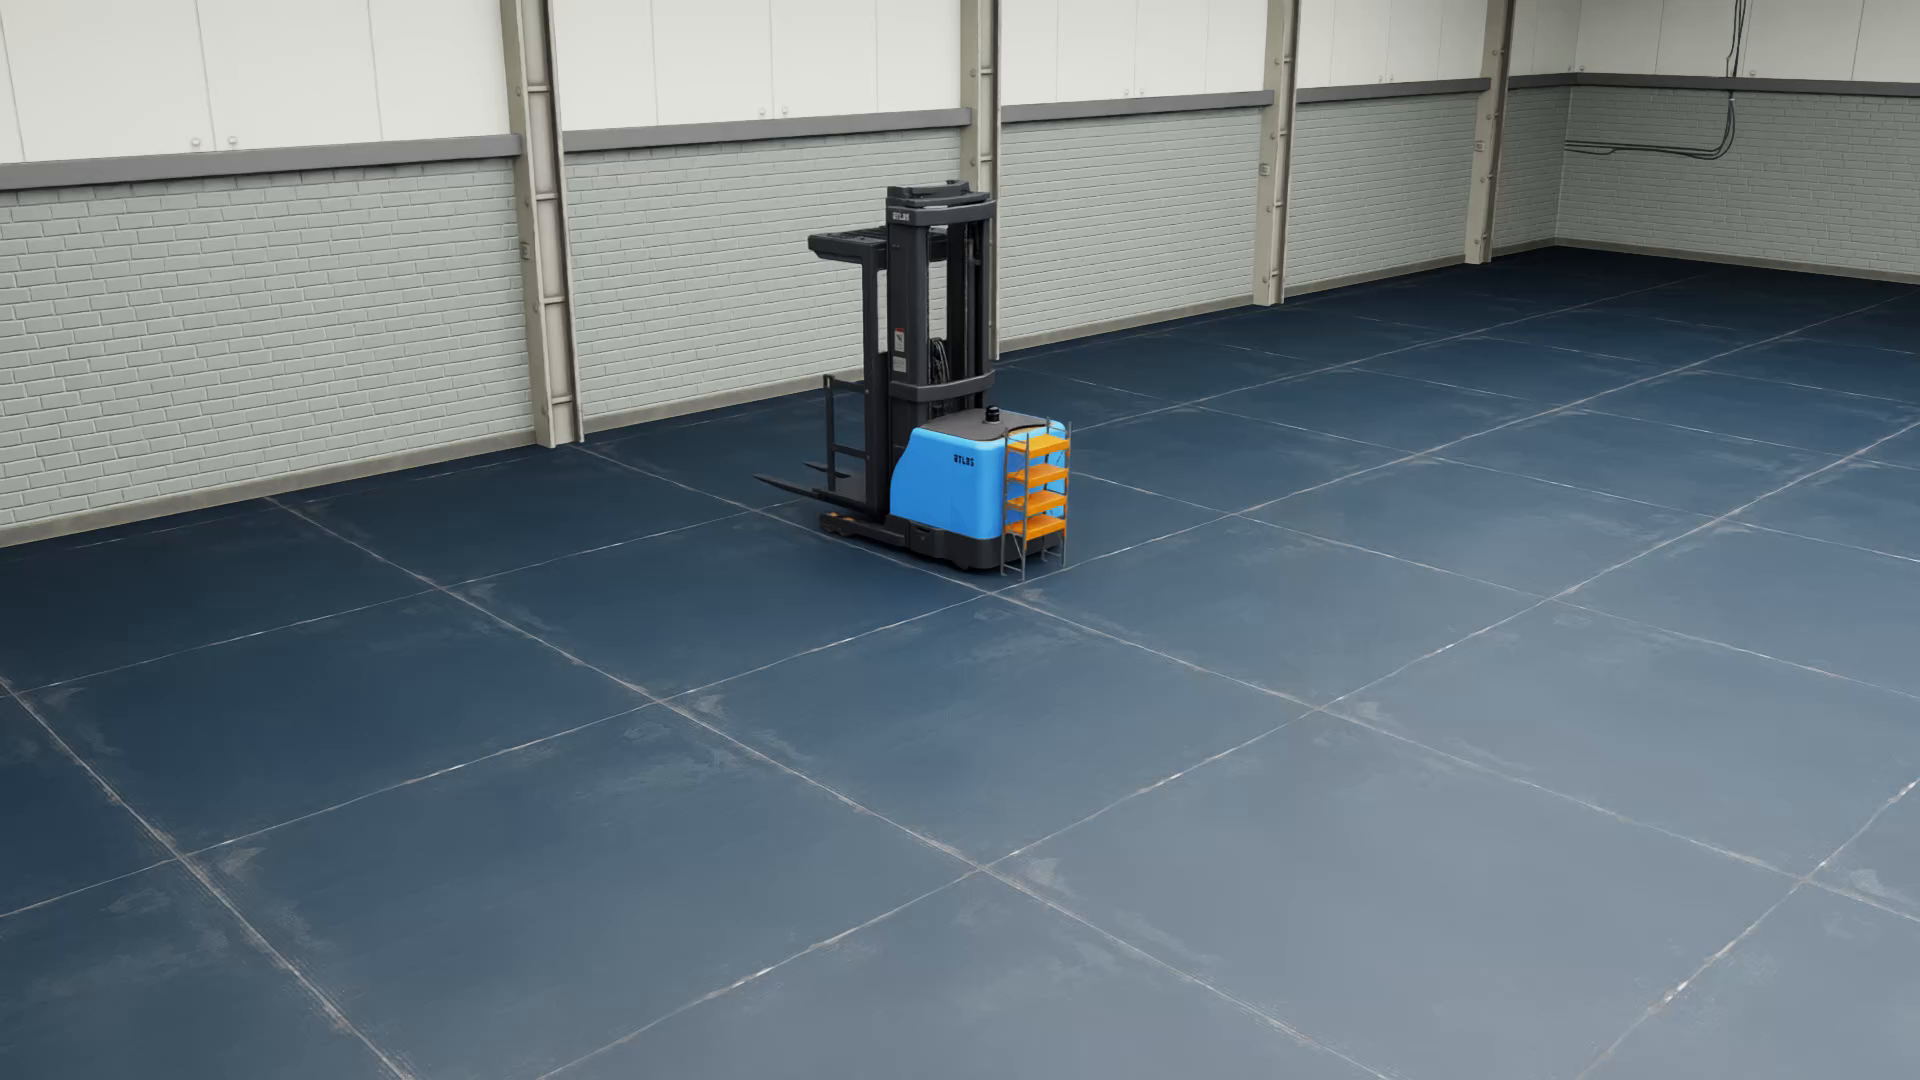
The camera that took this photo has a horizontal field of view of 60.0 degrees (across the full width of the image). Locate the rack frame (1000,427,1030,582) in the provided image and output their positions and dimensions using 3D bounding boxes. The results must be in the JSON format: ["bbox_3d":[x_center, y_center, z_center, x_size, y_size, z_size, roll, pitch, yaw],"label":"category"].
[{"bbox_3d":[0.423,-0.269,12.857,0.240,1.200,0.015,18,25,40],"label":"rack frame"}]

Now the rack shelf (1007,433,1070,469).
[{"bbox_3d":[0.600,-0.695,12.896,0.258,0.148,0.480,18,25,40],"label":"rack shelf"}]

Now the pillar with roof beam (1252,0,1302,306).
[{"bbox_3d":[7.567,-6.864,20.564,0.400,9.000,9.100,-16,24,-41],"label":"pillar with roof beam"}]

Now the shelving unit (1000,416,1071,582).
[{"bbox_3d":[0.591,-0.324,13.025,0.258,1.200,0.503,18,25,40],"label":"shelving unit"}]

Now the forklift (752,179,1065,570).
[{"bbox_3d":[-0.555,-1.524,13.932,3.031,2.935,1.130,16,24,41],"label":"forklift"}]

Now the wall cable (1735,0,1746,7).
[{"bbox_3d":[13.877,-9.747,26.303,0.112,2.526,3.097,-16,24,-41],"label":"wall cable"}]

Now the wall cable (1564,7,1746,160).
[{"bbox_3d":[12.018,-7.951,28.951,0.112,2.526,3.097,-16,24,-41],"label":"wall cable"}]

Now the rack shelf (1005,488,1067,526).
[{"bbox_3d":[0.590,-0.260,13.047,0.258,0.148,0.480,18,25,40],"label":"rack shelf"}]

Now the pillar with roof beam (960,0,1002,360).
[{"bbox_3d":[3.208,-5.592,16.643,0.400,9.000,9.100,-16,24,-41],"label":"pillar with roof beam"}]

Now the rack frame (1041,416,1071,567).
[{"bbox_3d":[0.759,-0.379,13.193,0.240,1.200,0.015,18,25,40],"label":"rack frame"}]

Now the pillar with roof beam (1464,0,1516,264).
[{"bbox_3d":[11.927,-8.135,24.486,0.400,9.000,9.100,-16,24,-41],"label":"pillar with roof beam"}]

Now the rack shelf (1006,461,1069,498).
[{"bbox_3d":[0.595,-0.472,12.974,0.258,0.148,0.480,18,25,40],"label":"rack shelf"}]

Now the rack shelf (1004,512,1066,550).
[{"bbox_3d":[0.585,-0.073,13.113,0.258,0.148,0.480,18,25,40],"label":"rack shelf"}]

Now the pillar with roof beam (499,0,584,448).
[{"bbox_3d":[-1.152,-4.321,12.722,0.400,9.000,9.100,-16,24,-41],"label":"pillar with roof beam"}]
